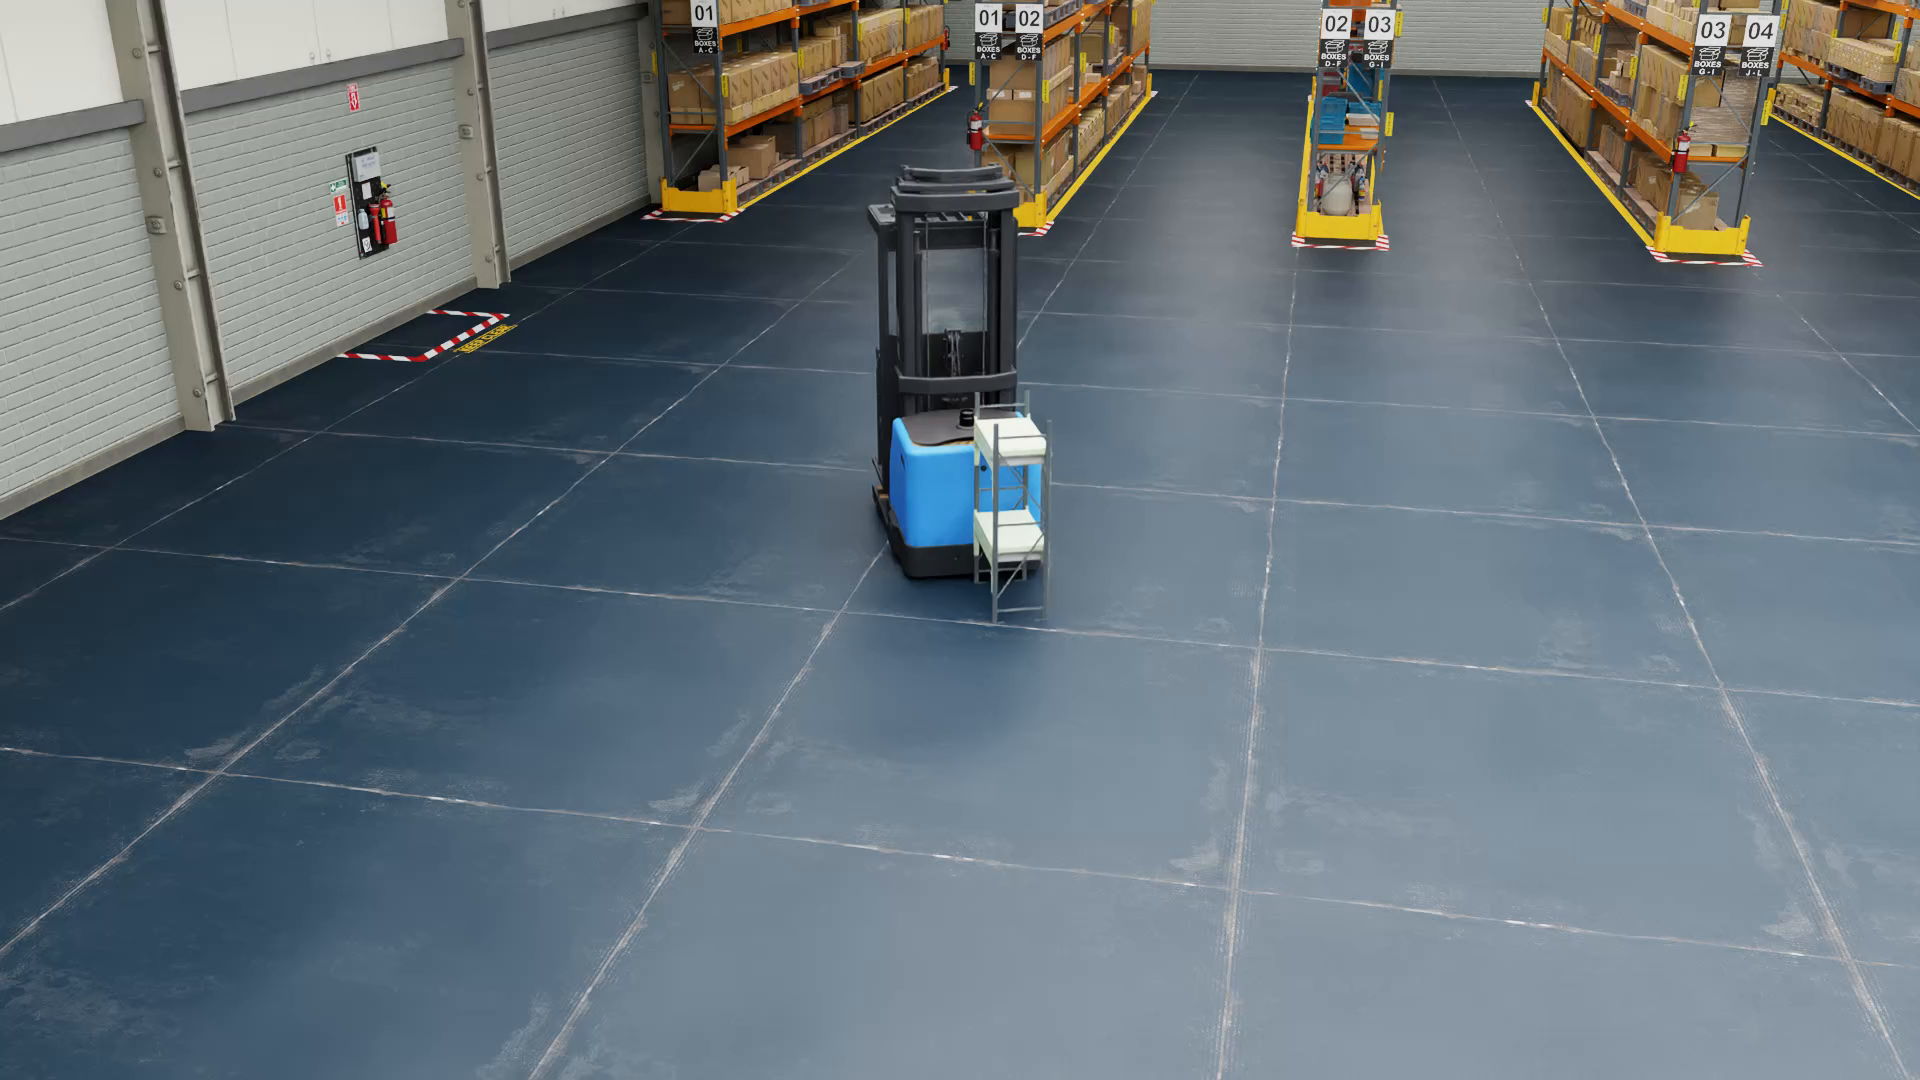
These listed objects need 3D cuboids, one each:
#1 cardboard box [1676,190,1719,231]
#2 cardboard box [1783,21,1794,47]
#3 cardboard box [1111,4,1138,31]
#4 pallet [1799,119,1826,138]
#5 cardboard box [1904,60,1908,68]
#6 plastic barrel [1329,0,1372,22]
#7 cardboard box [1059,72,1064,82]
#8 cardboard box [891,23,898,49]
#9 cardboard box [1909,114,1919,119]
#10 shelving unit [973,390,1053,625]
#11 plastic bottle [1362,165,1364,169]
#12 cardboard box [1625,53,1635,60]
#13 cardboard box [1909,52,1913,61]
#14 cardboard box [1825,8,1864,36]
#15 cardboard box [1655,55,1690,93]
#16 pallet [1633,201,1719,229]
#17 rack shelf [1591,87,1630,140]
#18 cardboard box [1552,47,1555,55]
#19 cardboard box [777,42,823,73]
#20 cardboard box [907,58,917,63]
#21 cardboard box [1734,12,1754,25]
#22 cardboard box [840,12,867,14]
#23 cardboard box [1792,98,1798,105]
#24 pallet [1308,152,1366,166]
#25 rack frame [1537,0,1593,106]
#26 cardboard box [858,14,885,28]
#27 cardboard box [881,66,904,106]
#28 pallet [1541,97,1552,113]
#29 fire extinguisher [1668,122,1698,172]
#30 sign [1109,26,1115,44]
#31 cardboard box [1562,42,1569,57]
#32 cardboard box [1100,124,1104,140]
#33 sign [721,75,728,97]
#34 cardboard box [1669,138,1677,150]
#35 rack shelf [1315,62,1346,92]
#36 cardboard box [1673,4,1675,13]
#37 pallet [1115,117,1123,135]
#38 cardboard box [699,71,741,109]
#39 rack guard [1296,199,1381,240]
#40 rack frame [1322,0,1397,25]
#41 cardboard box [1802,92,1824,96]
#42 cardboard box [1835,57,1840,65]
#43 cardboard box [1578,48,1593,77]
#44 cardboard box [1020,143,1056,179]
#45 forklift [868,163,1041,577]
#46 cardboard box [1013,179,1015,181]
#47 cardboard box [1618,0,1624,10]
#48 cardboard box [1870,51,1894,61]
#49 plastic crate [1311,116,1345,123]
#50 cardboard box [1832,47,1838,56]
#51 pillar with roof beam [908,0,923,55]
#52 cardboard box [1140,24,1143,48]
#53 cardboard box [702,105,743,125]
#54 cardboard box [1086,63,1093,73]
[{"bbox_3d":[10.559,-4.713,23.824,0.500,0.500,0.500,9,24,21],"label":"cardboard box"},{"bbox_3d":[18.153,-10.928,35.940,0.500,0.500,0.500,6,23,13],"label":"cardboard box"},{"bbox_3d":[3.538,-11.256,35.816,0.500,0.500,0.500,5,22,12],"label":"cardboard box"},{"bbox_3d":[17.801,-8.379,33.875,1.003,0.211,1.213,4,22,11],"label":"pallet"},{"bbox_3d":[17.333,-8.628,30.138,0.380,0.149,0.250,5,22,11],"label":"cardboard box"},{"bbox_3d":[5.541,-7.801,23.555,0.600,0.830,0.708,4,22,11],"label":"plastic barrel"},{"bbox_3d":[1.479,-7.529,27.031,0.380,0.149,0.250,4,22,11],"label":"cardboard box"},{"bbox_3d":[-1.626,-10.790,35.571,0.500,0.500,0.500,5,22,11],"label":"cardboard box"},{"bbox_3d":[17.260,-7.578,29.934,0.500,0.250,0.500,3,22,8],"label":"cardboard box"},{"bbox_3d":[0.366,-0.240,11.942,0.431,1.500,0.755,-4,22,-9],"label":"shelving unit"},{"bbox_3d":[6.607,-6.034,27.367,0.061,0.283,0.133,6,23,14],"label":"plastic bottle"},{"bbox_3d":[11.960,-8.205,29.015,0.700,0.500,0.500,8,23,19],"label":"cardboard box"},{"bbox_3d":[17.273,-8.657,29.812,0.380,0.149,0.250,4,22,11],"label":"cardboard box"},{"bbox_3d":[17.530,-10.265,32.955,0.500,0.500,0.500,4,22,9],"label":"cardboard box"},{"bbox_3d":[10.596,-6.867,24.518,0.500,0.500,0.500,4,22,11],"label":"cardboard box"},{"bbox_3d":[10.882,-4.924,25.297,1.003,0.211,1.213,4,22,11],"label":"pallet"},{"bbox_3d":[11.639,-7.311,28.454,1.077,0.370,4.000,4,22,11],"label":"rack shelf"},{"bbox_3d":[12.972,-10.518,35.790,0.380,0.149,0.250,4,22,10],"label":"cardboard box"},{"bbox_3d":[-2.954,-8.927,30.781,0.700,0.500,0.500,8,23,18],"label":"cardboard box"},{"bbox_3d":[-1.237,-11.291,39.290,0.380,0.149,0.250,5,22,11],"label":"cardboard box"},{"bbox_3d":[10.697,-7.040,22.471,0.380,0.149,0.250,4,22,11],"label":"cardboard box"},{"bbox_3d":[-2.230,-10.989,35.062,0.500,0.250,0.500,4,22,9],"label":"cardboard box"},{"bbox_3d":[17.962,-9.343,35.393,0.380,0.149,0.250,3,22,8],"label":"cardboard box"},{"bbox_3d":[6.751,-6.735,29.794,1.003,0.211,1.213,4,22,11],"label":"pallet"},{"bbox_3d":[13.680,-11.302,37.400,1.000,3.000,0.127,4,22,11],"label":"rack frame"},{"bbox_3d":[-1.850,-10.764,34.502,0.500,0.250,0.500,4,22,10],"label":"cardboard box"},{"bbox_3d":[-1.689,-9.922,36.289,0.750,0.750,0.750,5,22,12],"label":"cardboard box"},{"bbox_3d":[13.593,-9.710,37.181,1.003,0.211,1.213,4,22,11],"label":"pallet"},{"bbox_3d":[9.940,-5.408,22.869,0.296,0.674,0.183,4,22,11],"label":"fire extinguisher"},{"bbox_3d":[2.894,-9.629,31.696,0.100,0.325,0.005,4,22,11],"label":"sign"},{"bbox_3d":[12.697,-10.089,34.191,0.500,0.250,0.500,4,22,10],"label":"cardboard box"},{"bbox_3d":[2.482,-7.841,31.926,0.500,0.250,0.500,5,22,12],"label":"cardboard box"},{"bbox_3d":[-3.601,-6.943,25.420,0.100,0.325,0.005,4,22,11],"label":"sign"},{"bbox_3d":[10.323,-5.640,23.680,0.380,0.149,0.250,4,22,11],"label":"cardboard box"},{"bbox_3d":[7.607,-9.151,33.024,1.077,0.370,4.000,4,22,11],"label":"rack shelf"},{"bbox_3d":[10.615,-7.748,24.228,0.380,0.149,0.250,5,22,12],"label":"cardboard box"},{"bbox_3d":[2.791,-8.554,34.311,1.003,0.211,1.213,4,22,11],"label":"pallet"},{"bbox_3d":[-3.741,-7.022,25.945,0.500,0.500,0.500,4,22,11],"label":"cardboard box"},{"bbox_3d":[5.535,-4.700,24.354,1.175,0.500,0.348,4,22,11],"label":"rack guard"},{"bbox_3d":[5.566,-8.611,22.688,1.000,3.000,0.127,4,22,11],"label":"rack frame"},{"bbox_3d":[17.868,-9.287,34.856,0.380,0.149,0.250,5,22,11],"label":"cardboard box"},{"bbox_3d":[17.062,-9.200,31.956,0.380,0.149,0.250,5,22,11],"label":"cardboard box"},{"bbox_3d":[12.220,-9.180,31.998,0.500,0.500,0.500,5,22,12],"label":"cardboard box"},{"bbox_3d":[1.234,-6.020,26.401,0.500,0.500,0.500,4,22,11],"label":"cardboard box"},{"bbox_3d":[-0.134,-1.598,13.399,1.130,2.935,3.031,-4,22,-9],"label":"forklift"},{"bbox_3d":[0.628,-5.529,26.184,0.500,0.250,0.500,4,22,11],"label":"cardboard box"},{"bbox_3d":[11.501,-9.169,28.290,0.500,0.250,0.500,5,22,12],"label":"cardboard box"},{"bbox_3d":[16.640,-8.717,29.960,0.380,0.149,0.250,5,23,13],"label":"cardboard box"},{"bbox_3d":[5.513,-6.202,24.936,0.499,0.251,0.408,4,22,11],"label":"plastic crate"},{"bbox_3d":[17.117,-9.436,32.144,0.380,0.149,0.250,4,22,10],"label":"cardboard box"},{"bbox_3d":[3.051,-15.943,40.893,9.100,9.000,0.400,4,22,11],"label":"pillar with roof beam"},{"bbox_3d":[3.845,-11.364,37.421,0.500,0.500,0.500,4,22,10],"label":"cardboard box"},{"bbox_3d":[-3.722,-6.677,26.091,0.500,0.250,0.500,4,22,9],"label":"cardboard box"},{"bbox_3d":[2.233,-8.961,31.709,0.500,0.311,0.500,6,23,14],"label":"cardboard box"}]
